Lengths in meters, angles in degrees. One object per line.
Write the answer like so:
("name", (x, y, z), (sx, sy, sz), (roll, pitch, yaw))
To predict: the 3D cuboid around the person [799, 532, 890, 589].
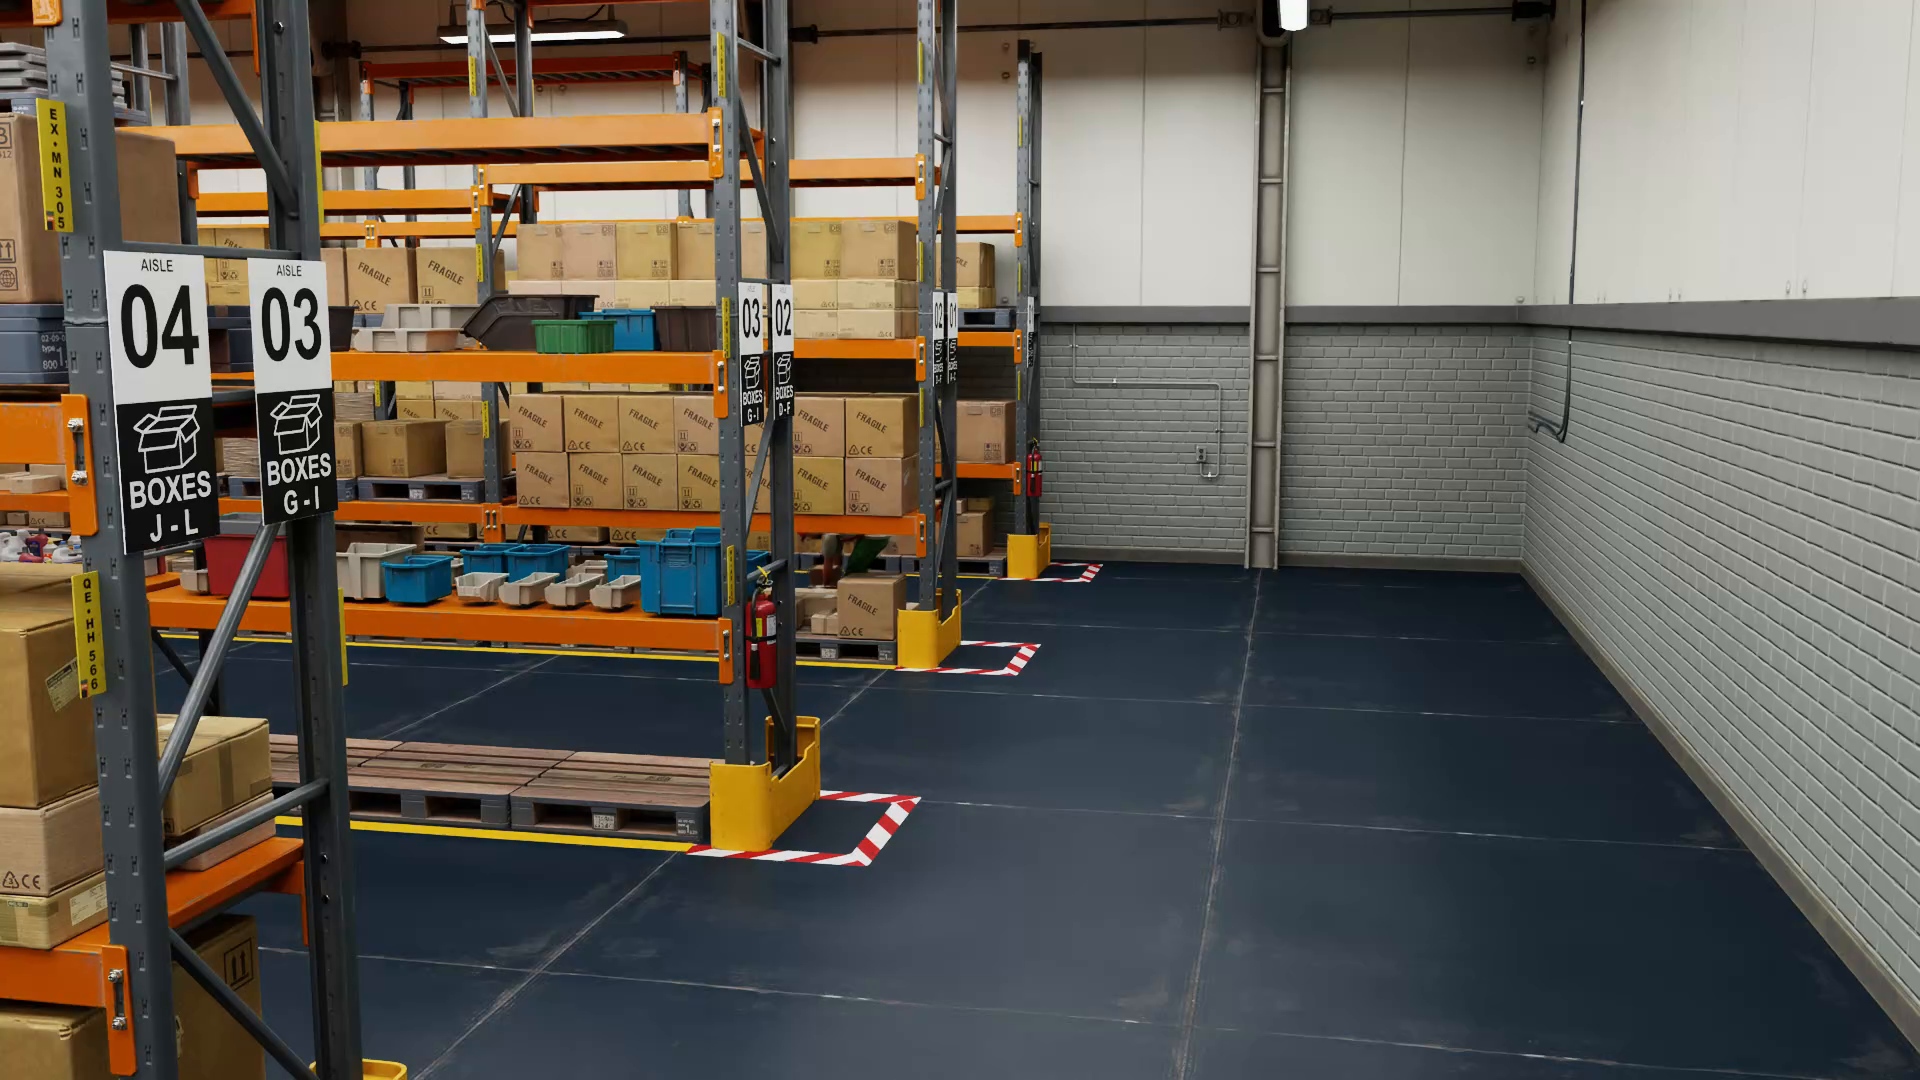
("person", (-1.149, 0.242, 16.488), (0.965, 1.095, 0.506), (1, 8, 9))
